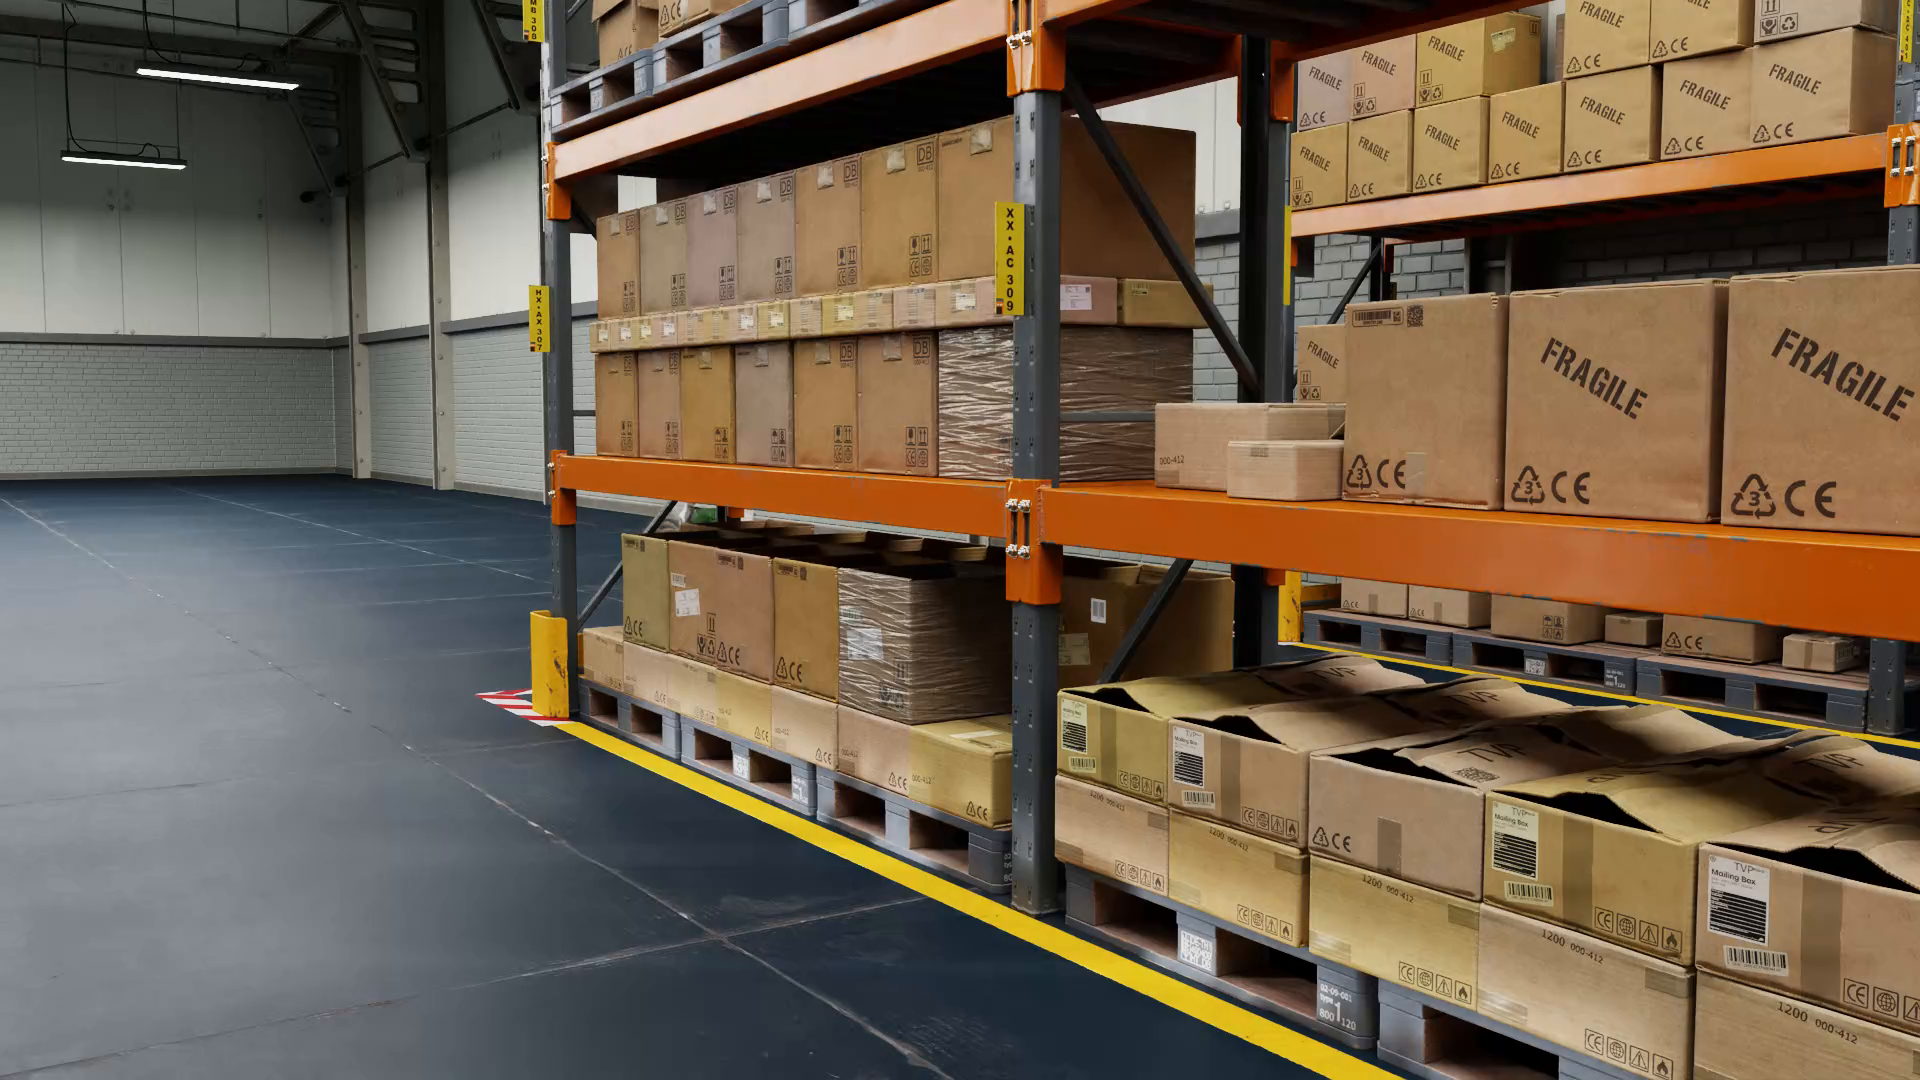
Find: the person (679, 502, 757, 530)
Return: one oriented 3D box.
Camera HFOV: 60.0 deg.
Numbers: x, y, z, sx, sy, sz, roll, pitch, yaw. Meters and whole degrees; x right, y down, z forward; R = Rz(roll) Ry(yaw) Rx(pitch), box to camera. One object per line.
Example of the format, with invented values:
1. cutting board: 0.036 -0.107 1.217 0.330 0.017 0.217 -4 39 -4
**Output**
1. person: -1.453 -0.145 9.977 0.614 1.778 0.452 4 6 40
